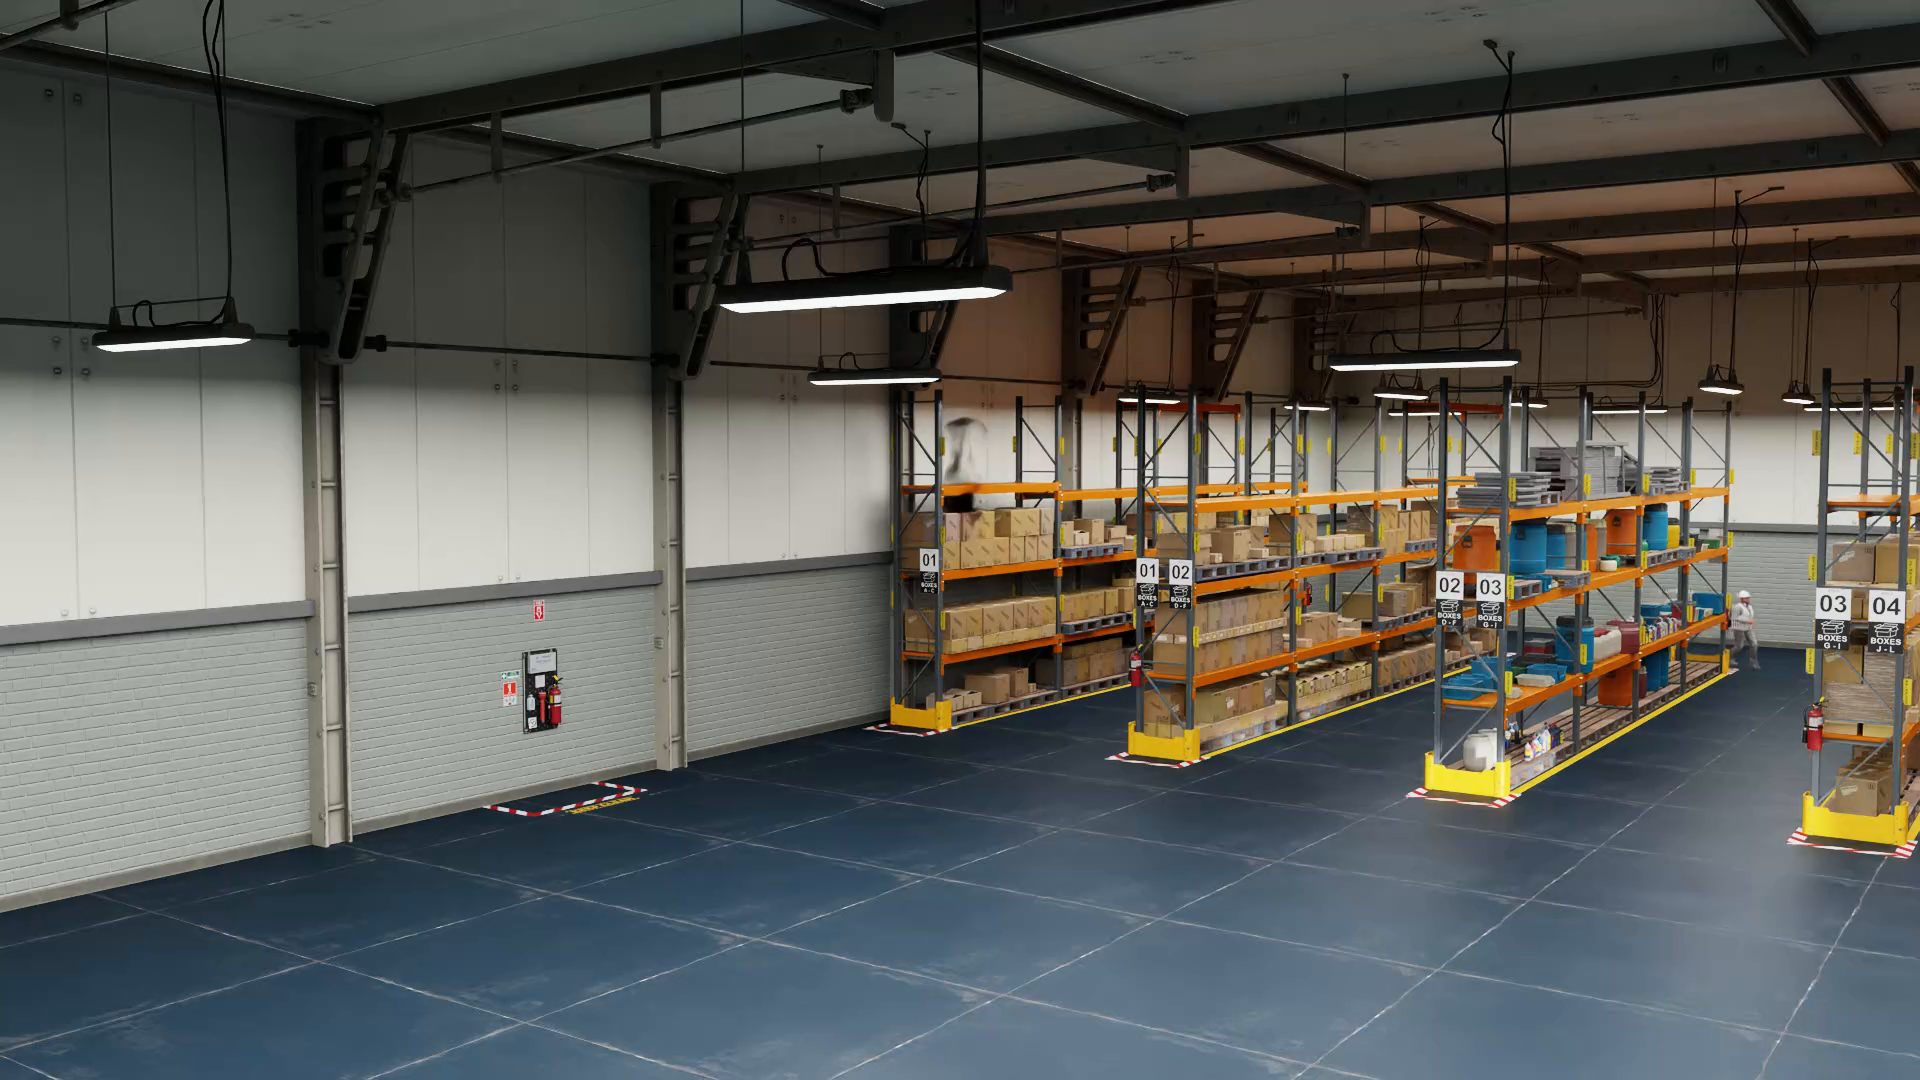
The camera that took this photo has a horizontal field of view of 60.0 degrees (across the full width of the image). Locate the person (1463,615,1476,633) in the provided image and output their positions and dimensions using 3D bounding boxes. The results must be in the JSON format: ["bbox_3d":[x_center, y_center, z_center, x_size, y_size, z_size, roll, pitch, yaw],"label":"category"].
[{"bbox_3d":[12.801,1.824,41.160,0.683,1.835,0.954,-2,4,-32],"label":"person"}]

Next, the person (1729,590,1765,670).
[{"bbox_3d":[17.643,2.020,37.442,0.671,1.795,0.821,-1,3,-23],"label":"person"}]
